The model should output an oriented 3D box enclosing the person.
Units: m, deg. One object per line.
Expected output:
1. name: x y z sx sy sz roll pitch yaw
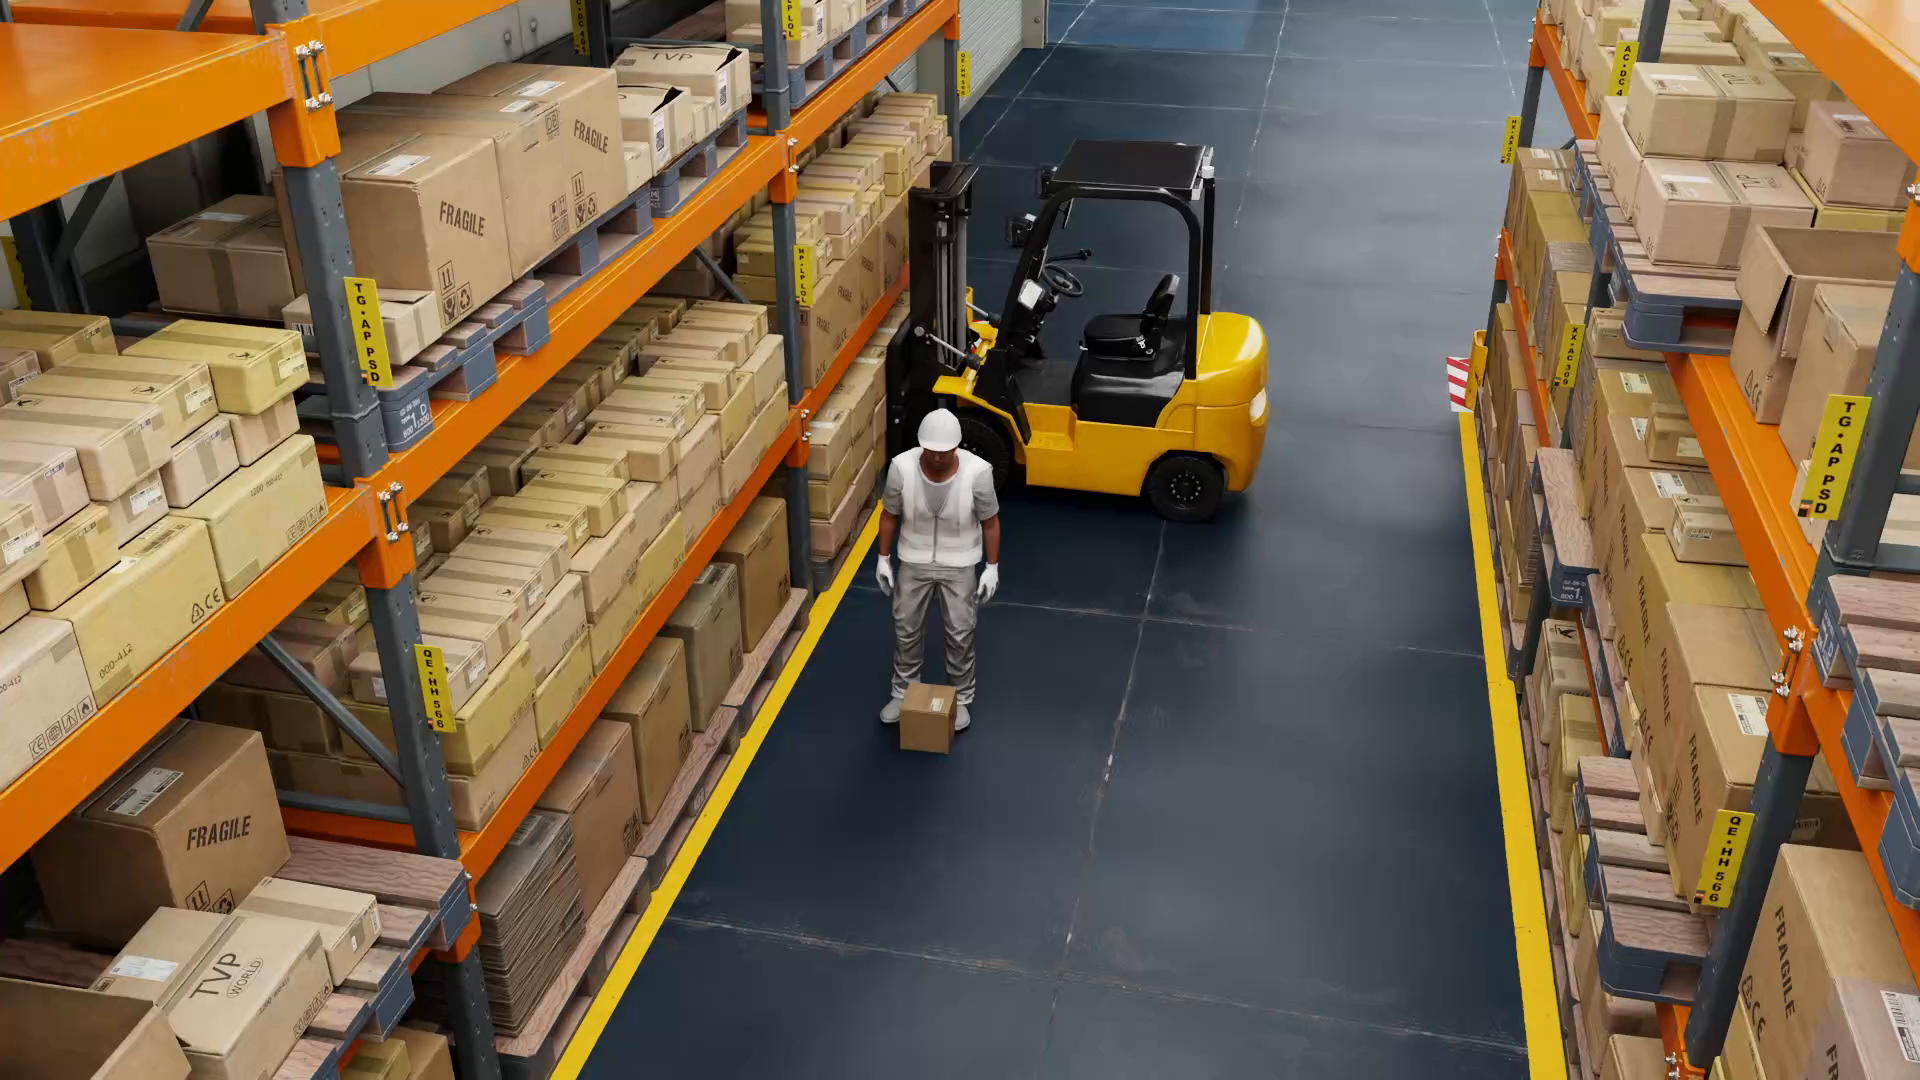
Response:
1. person: -0.112 0.136 8.362 0.625 1.773 0.451 4 29 7
